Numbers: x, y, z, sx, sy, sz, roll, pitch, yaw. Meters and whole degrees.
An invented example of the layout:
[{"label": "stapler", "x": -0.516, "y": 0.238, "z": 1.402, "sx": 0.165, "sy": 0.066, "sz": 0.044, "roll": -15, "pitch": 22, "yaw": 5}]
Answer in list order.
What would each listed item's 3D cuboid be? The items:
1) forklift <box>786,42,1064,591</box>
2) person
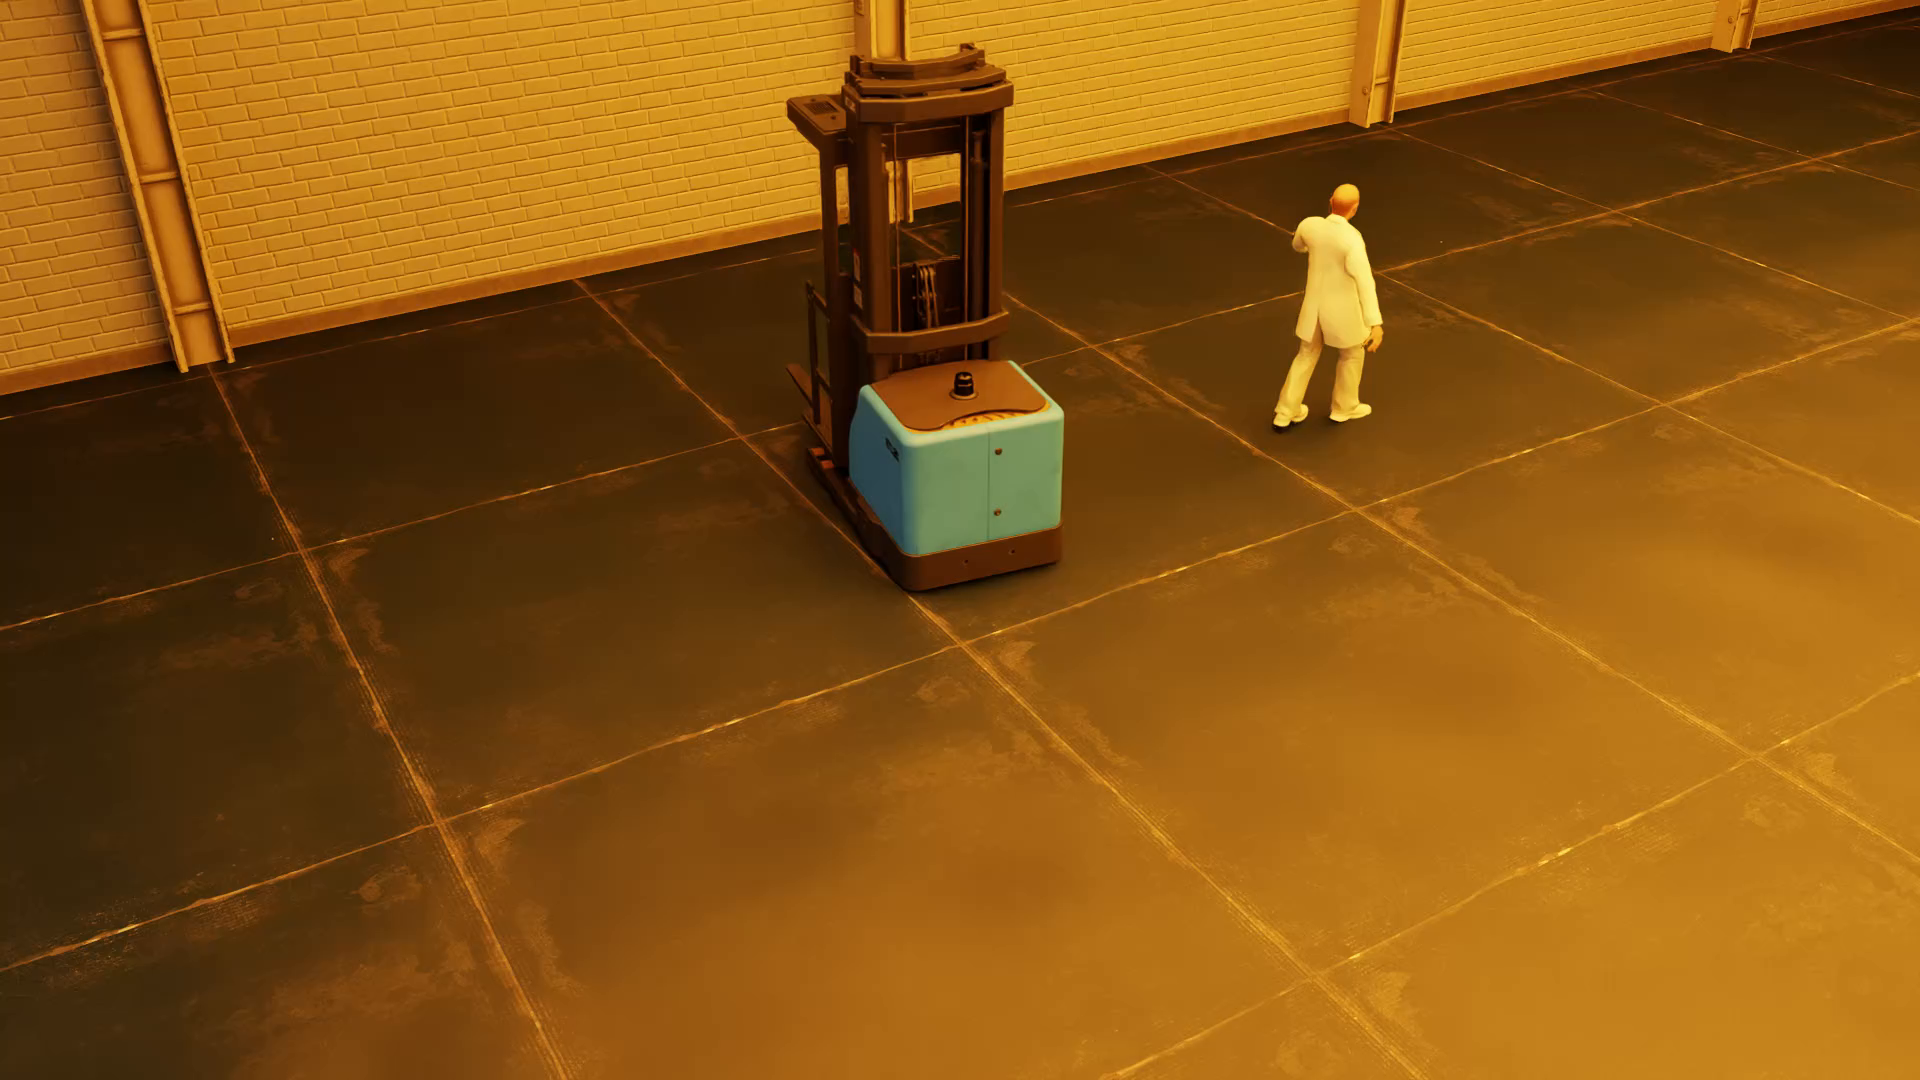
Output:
[{"label": "forklift", "x": -0.396, "y": -1.699, "z": 10.485, "sx": 1.130, "sy": 2.935, "sz": 3.031, "roll": -12, "pitch": 33, "yaw": -19}, {"label": "person", "x": 2.613, "y": -1.602, "z": 11.488, "sx": 0.824, "sy": 1.759, "sz": 1.016, "roll": -23, "pitch": 38, "yaw": -33}]
